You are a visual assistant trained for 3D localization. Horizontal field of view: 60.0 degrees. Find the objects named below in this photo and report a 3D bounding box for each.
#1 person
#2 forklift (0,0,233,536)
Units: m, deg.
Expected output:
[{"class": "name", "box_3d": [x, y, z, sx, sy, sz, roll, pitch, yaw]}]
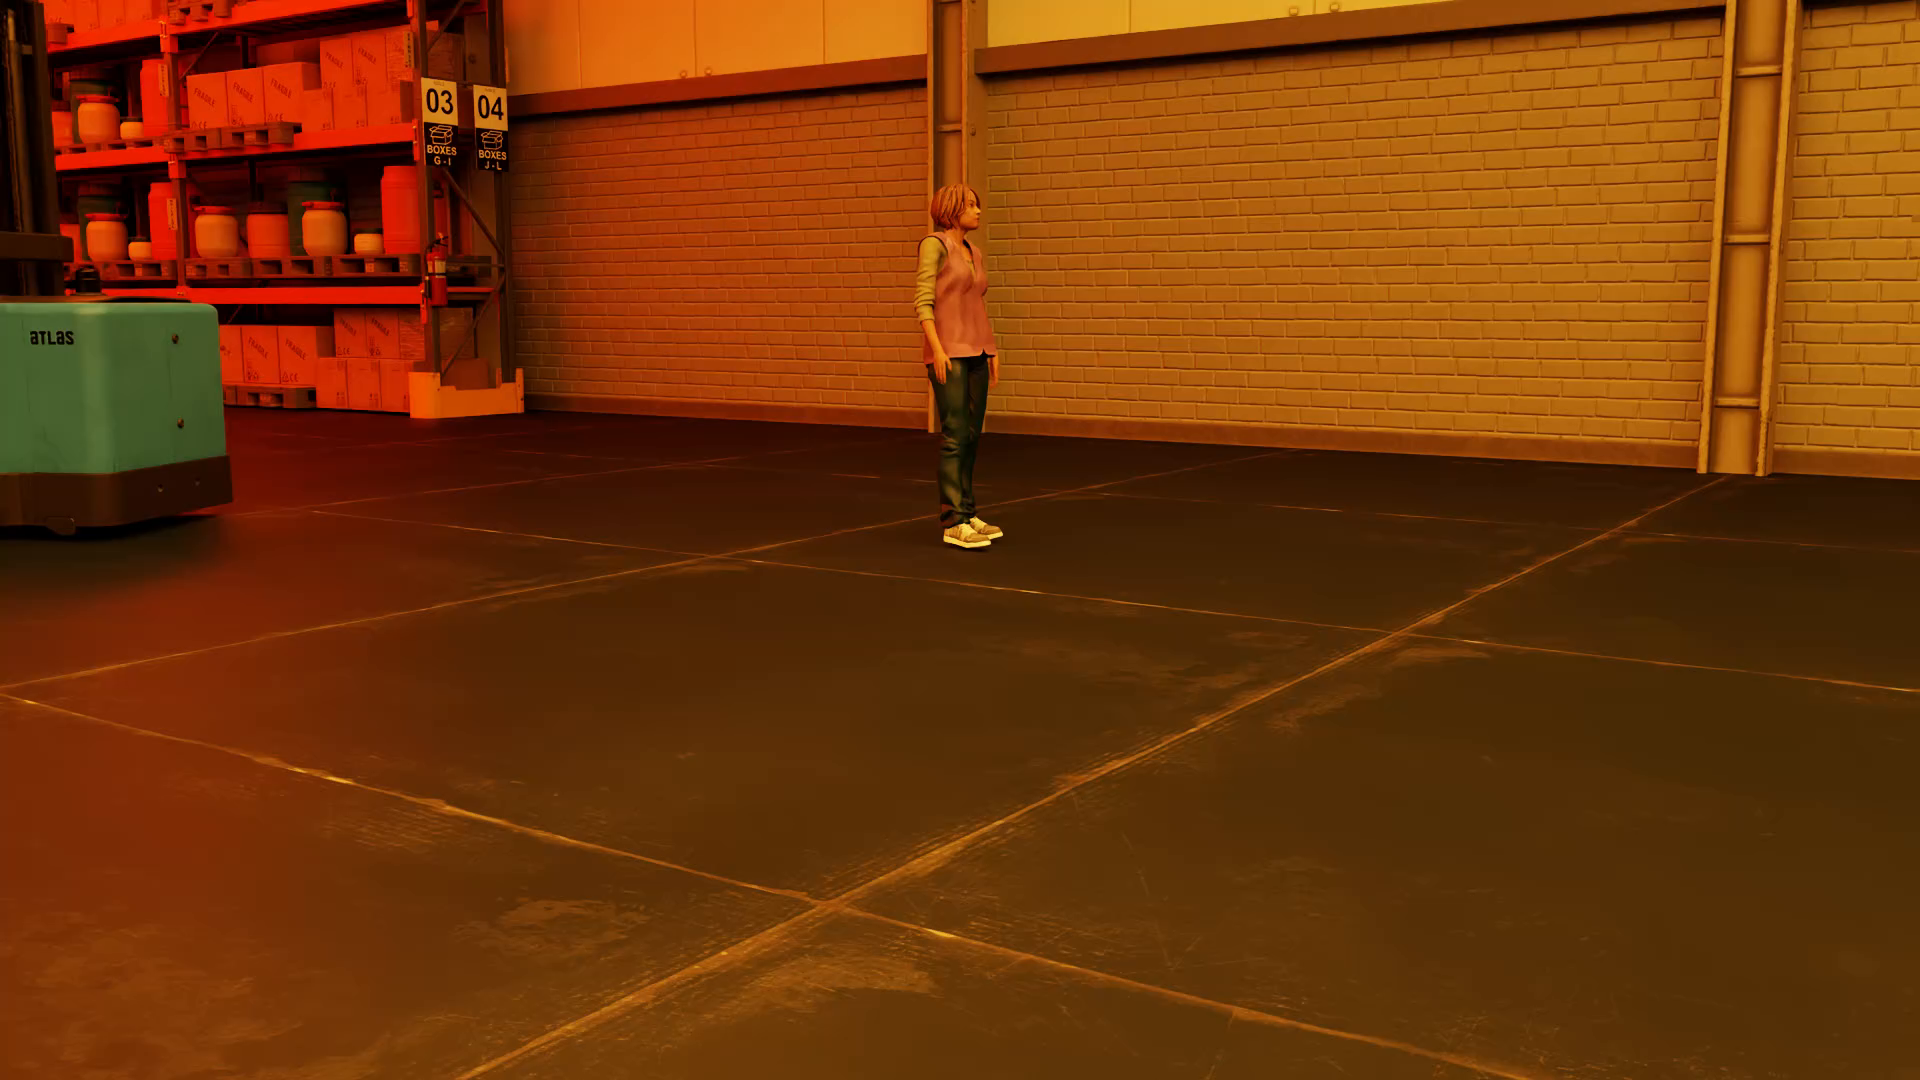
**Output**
[{"class": "person", "box_3d": [0.053, -0.791, 7.438, 0.476, 1.597, 0.520, 5, 10, 34]}, {"class": "forklift", "box_3d": [-5.252, -1.538, 8.008, 3.031, 2.935, 1.130, 1, 8, 8]}]
